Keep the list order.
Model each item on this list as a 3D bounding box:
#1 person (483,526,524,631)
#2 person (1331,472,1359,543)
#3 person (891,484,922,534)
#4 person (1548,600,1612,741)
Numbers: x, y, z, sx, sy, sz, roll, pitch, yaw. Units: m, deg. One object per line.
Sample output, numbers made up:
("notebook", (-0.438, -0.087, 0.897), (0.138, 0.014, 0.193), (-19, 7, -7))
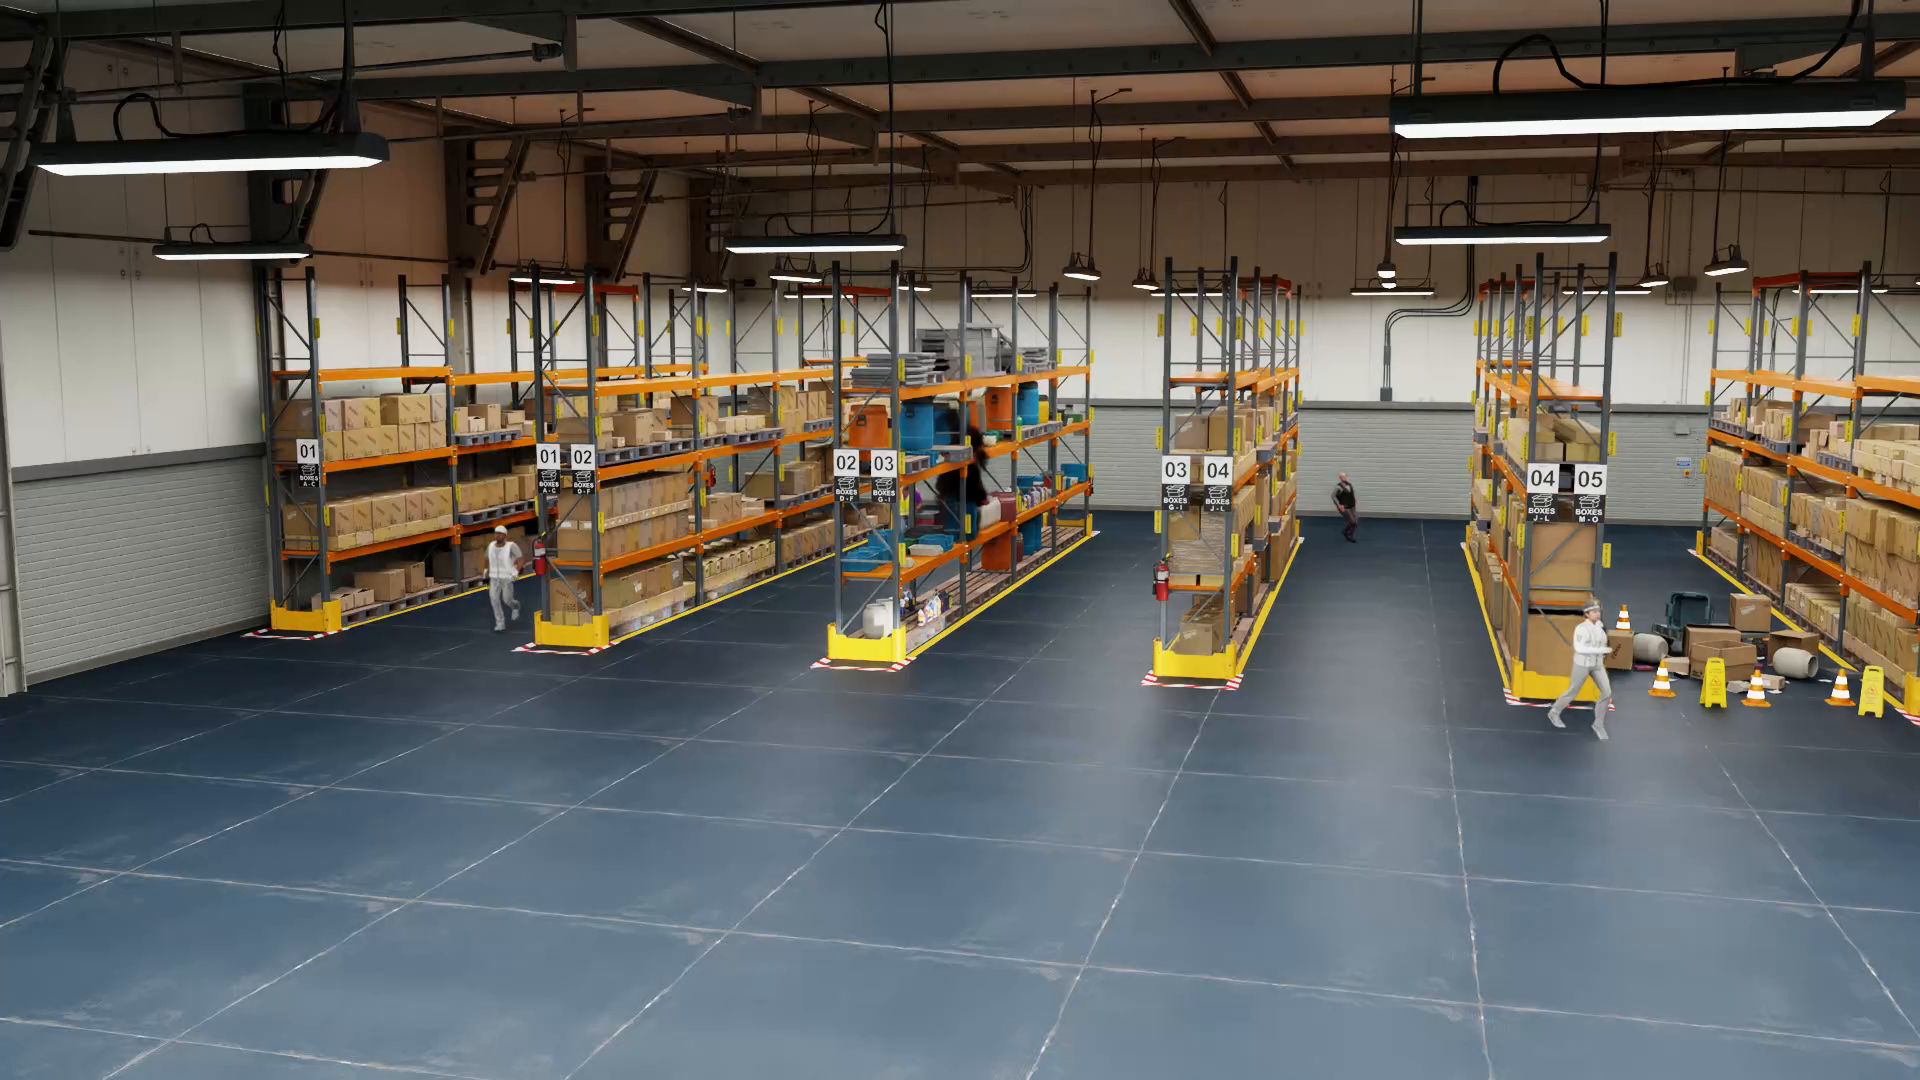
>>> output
("person", (-7.625, 0.619, 27.782), (0.722, 1.741, 0.716), (1, 7, 7))
("person", (9.089, -0.754, 39.002), (0.701, 1.657, 0.501), (-4, 8, -28))
("person", (-1.196, -0.539, 36.984), (0.700, 1.718, 0.625), (1, 7, 7))
("person", (7.725, 1.577, 20.517), (0.623, 1.738, 0.877), (-3, 8, -24))
